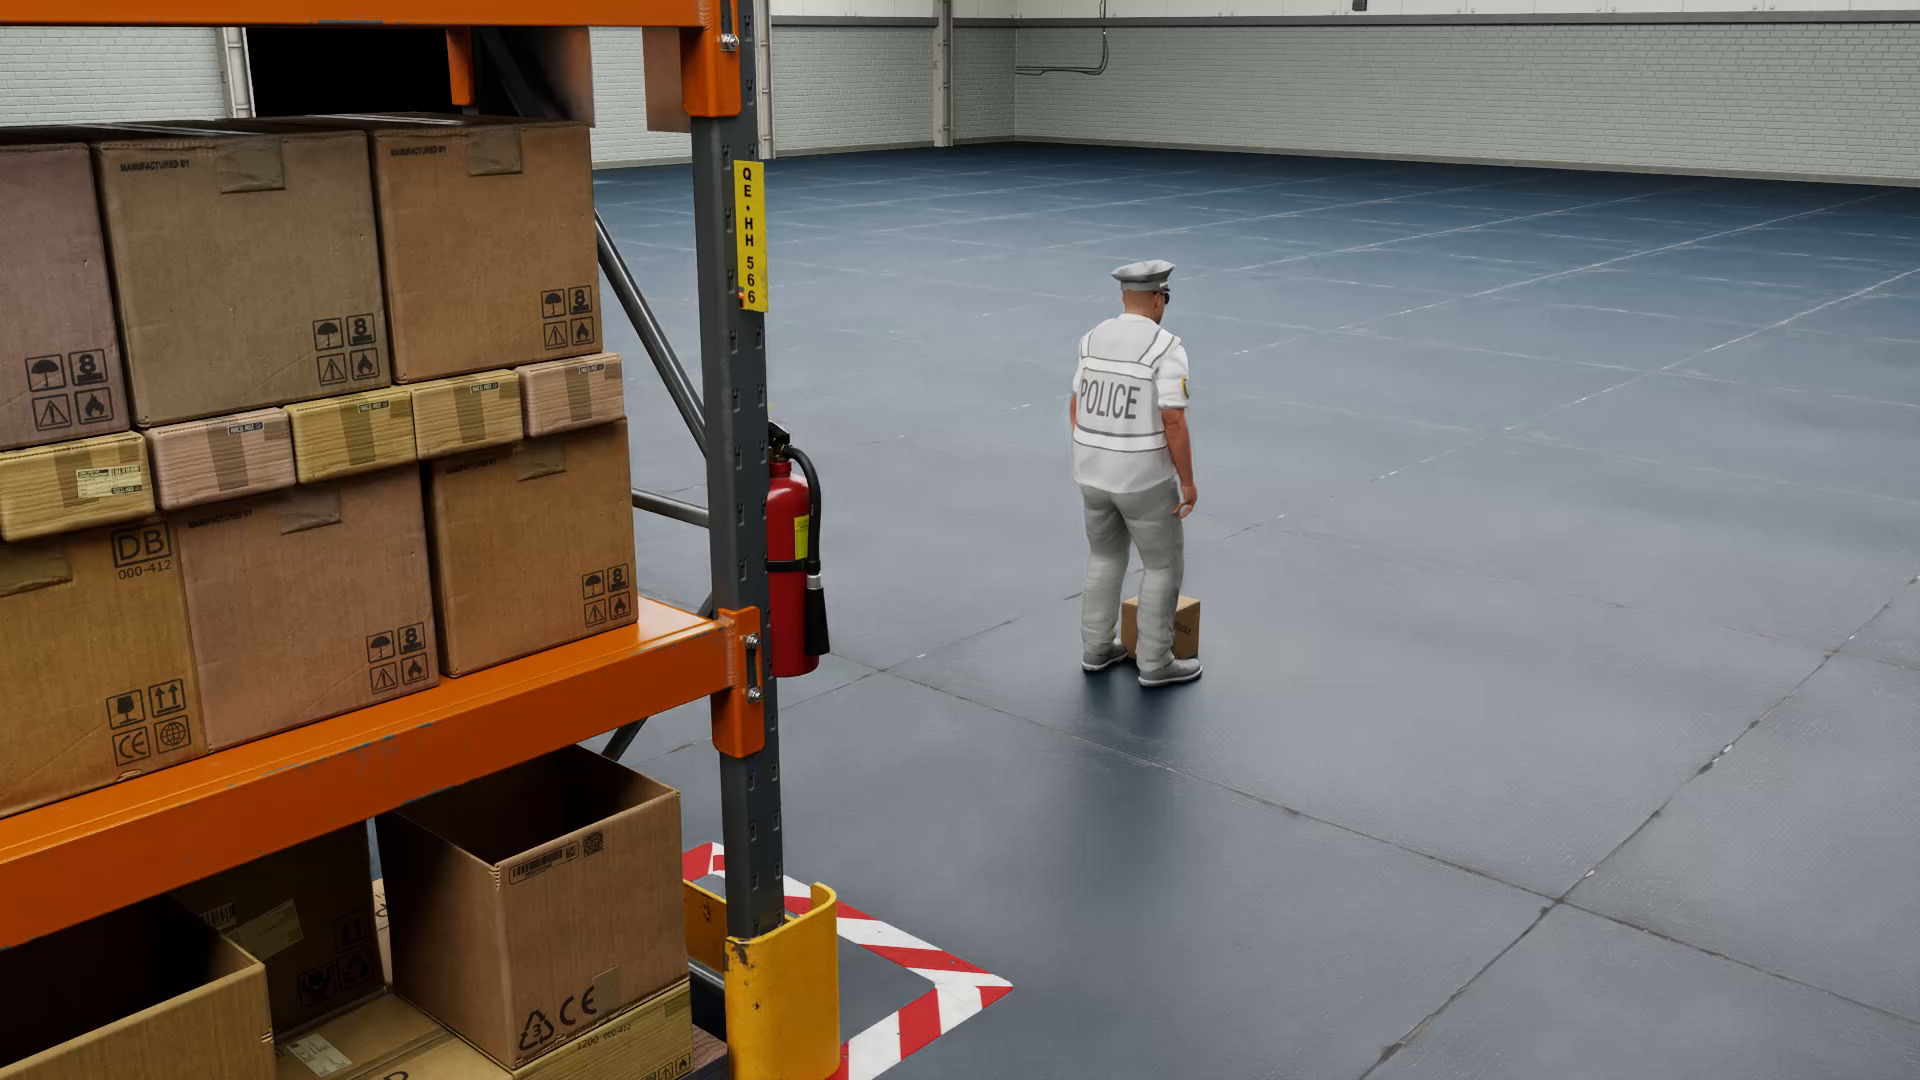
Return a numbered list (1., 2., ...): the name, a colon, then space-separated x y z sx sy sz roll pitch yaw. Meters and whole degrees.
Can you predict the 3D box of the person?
1. person: 0.711 -0.269 6.919 0.586 1.748 0.439 15 22 40
